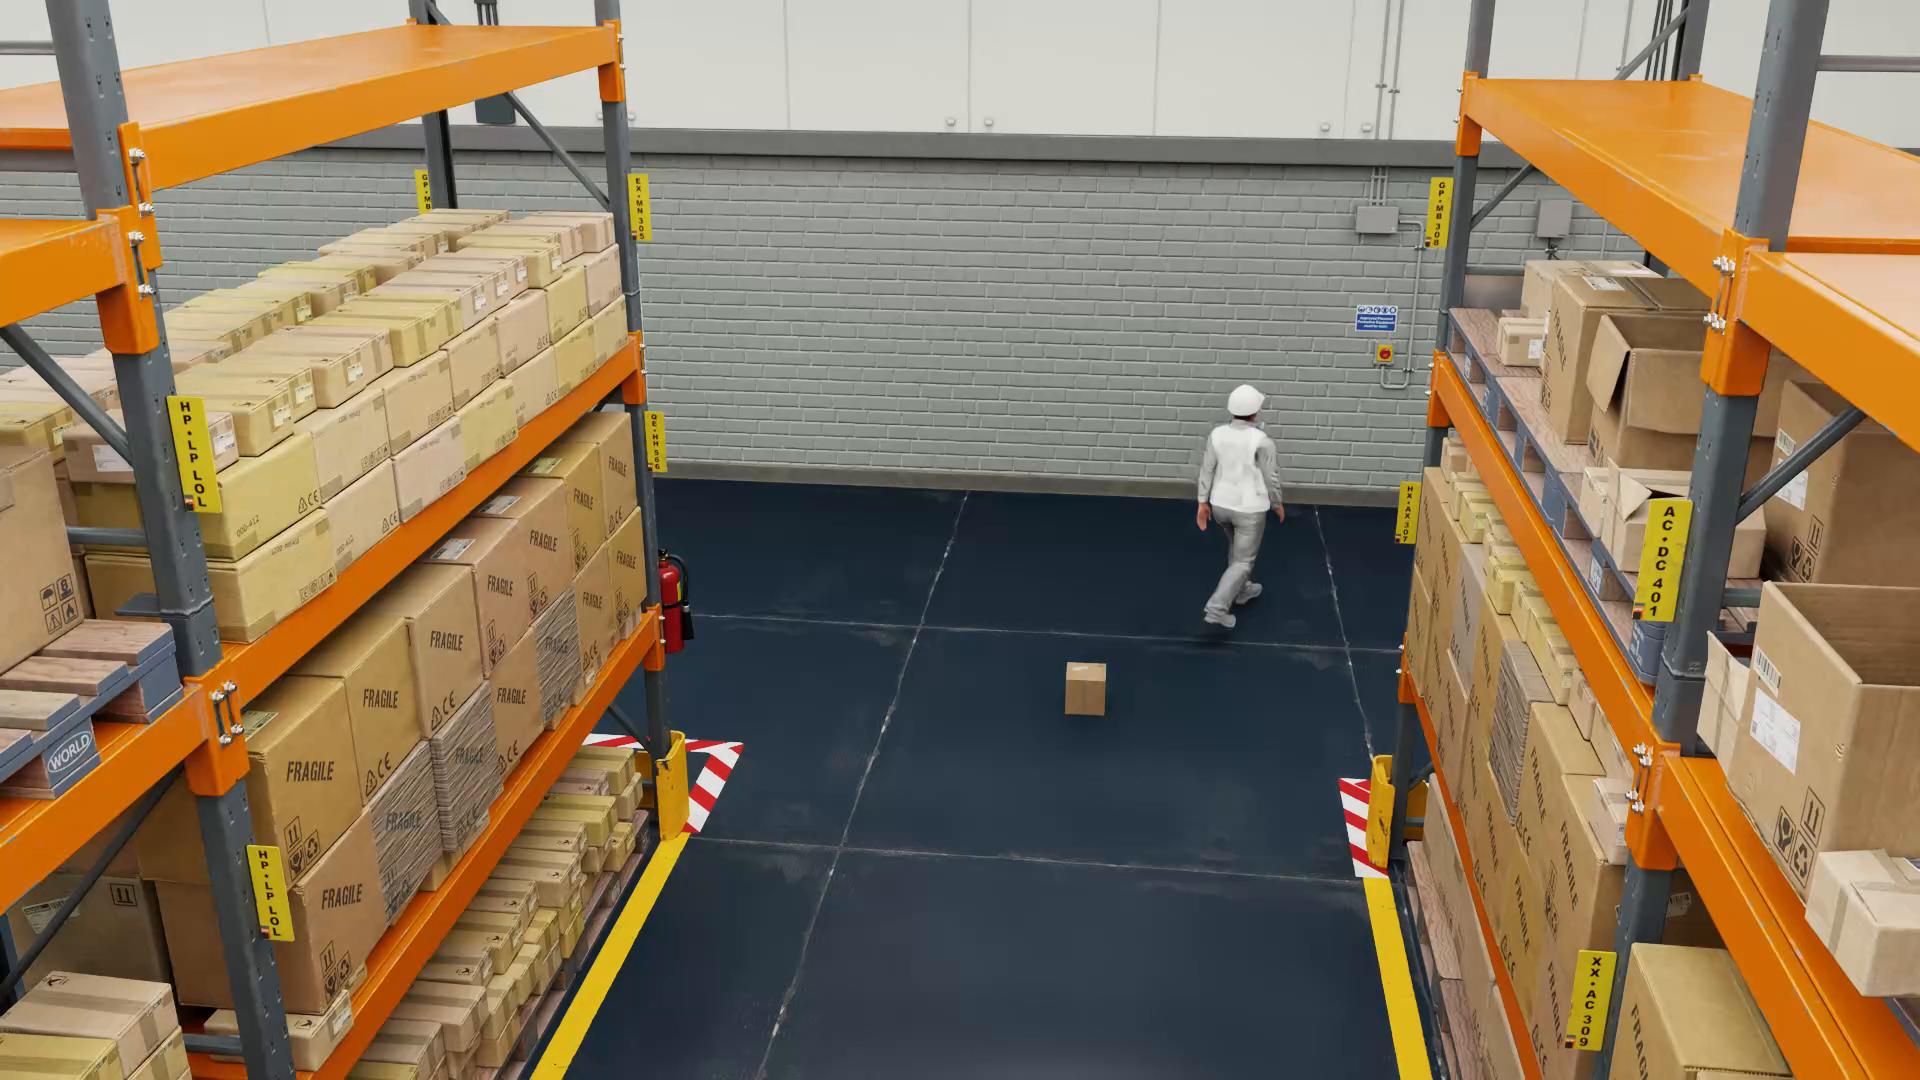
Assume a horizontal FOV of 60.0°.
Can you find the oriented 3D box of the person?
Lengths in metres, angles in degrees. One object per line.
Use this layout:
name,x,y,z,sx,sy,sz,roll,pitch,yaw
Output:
person,1.974,-0.254,11.707,0.554,1.730,1.001,18,27,38
